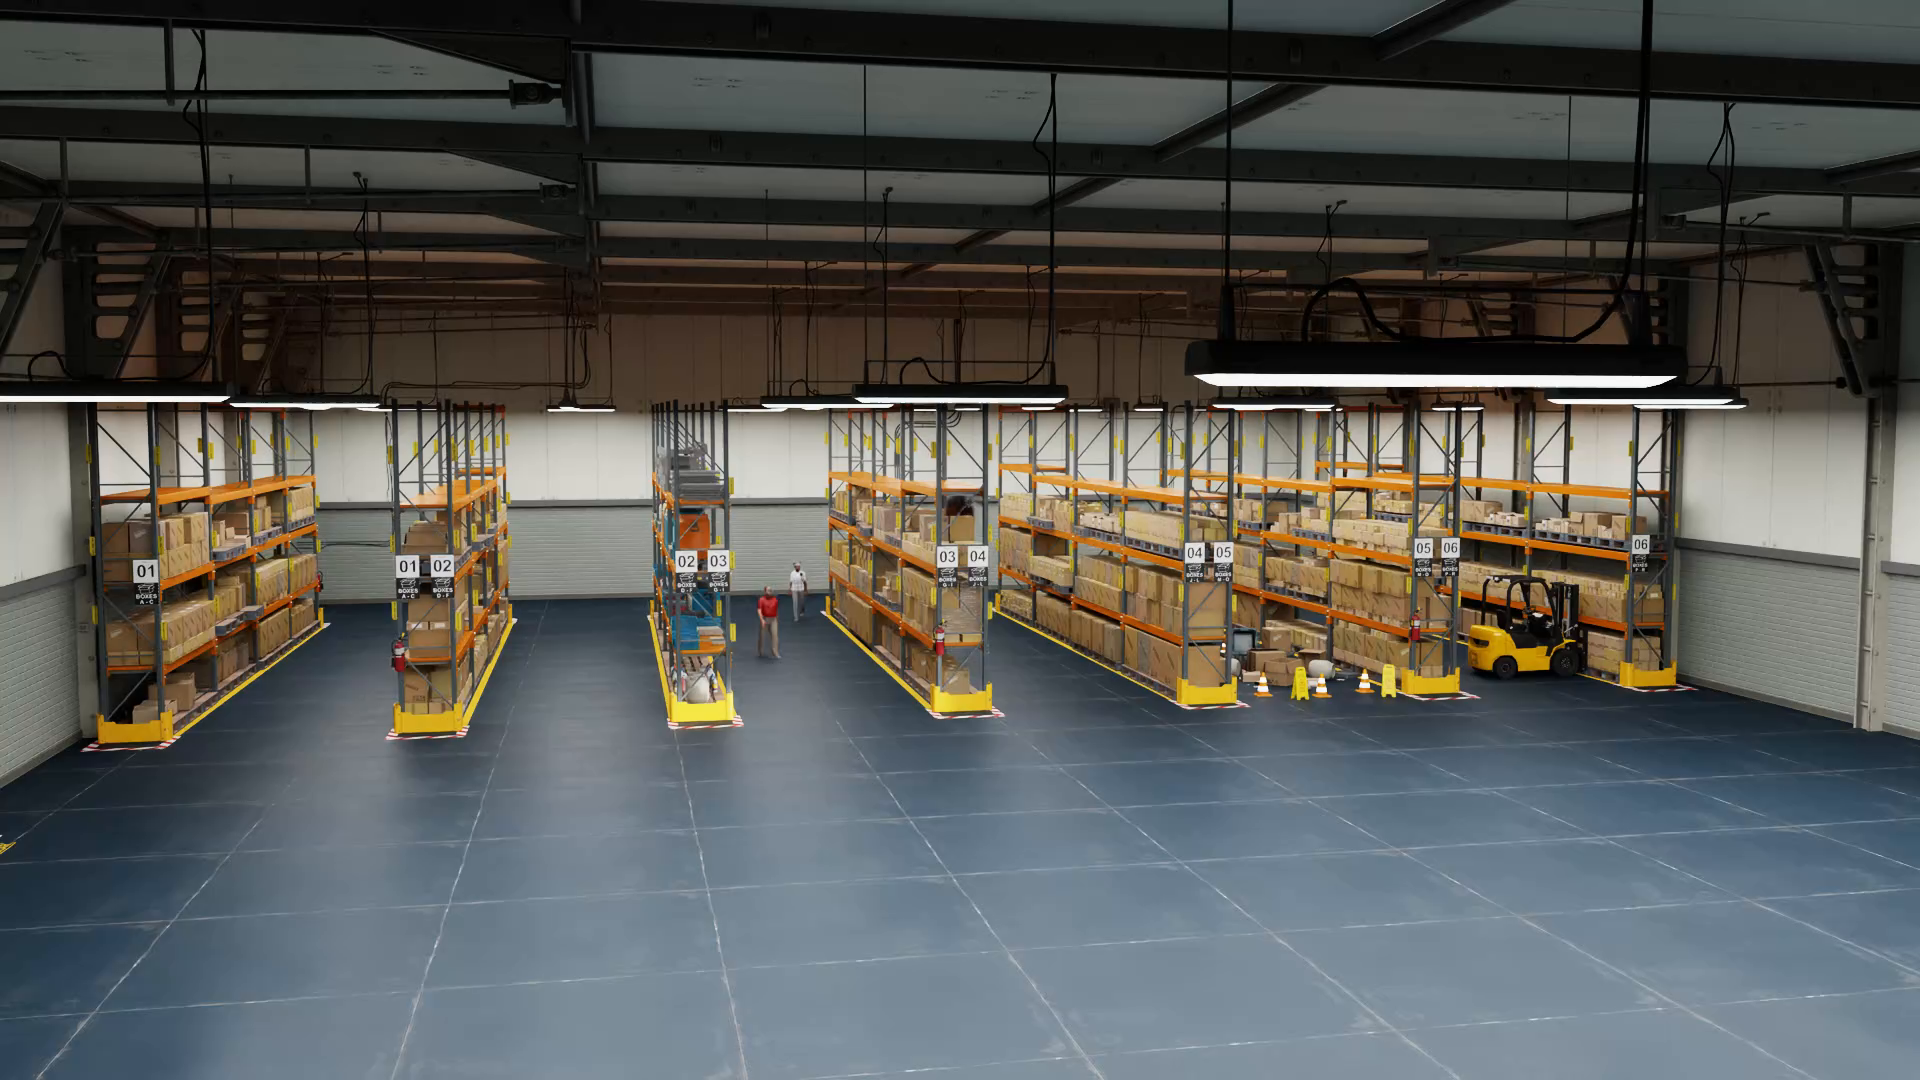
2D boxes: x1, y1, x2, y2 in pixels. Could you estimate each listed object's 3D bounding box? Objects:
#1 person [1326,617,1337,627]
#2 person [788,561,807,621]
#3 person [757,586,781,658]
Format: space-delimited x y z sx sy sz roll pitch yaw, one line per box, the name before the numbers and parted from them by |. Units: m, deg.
person | 10.029 1.492 44.956 0.339 1.692 0.545 -1 4 -8
person | -4.512 1.404 46.217 0.519 1.650 0.816 -1 4 -9
person | -4.507 1.922 39.182 0.561 1.666 1.033 -2 5 -20
